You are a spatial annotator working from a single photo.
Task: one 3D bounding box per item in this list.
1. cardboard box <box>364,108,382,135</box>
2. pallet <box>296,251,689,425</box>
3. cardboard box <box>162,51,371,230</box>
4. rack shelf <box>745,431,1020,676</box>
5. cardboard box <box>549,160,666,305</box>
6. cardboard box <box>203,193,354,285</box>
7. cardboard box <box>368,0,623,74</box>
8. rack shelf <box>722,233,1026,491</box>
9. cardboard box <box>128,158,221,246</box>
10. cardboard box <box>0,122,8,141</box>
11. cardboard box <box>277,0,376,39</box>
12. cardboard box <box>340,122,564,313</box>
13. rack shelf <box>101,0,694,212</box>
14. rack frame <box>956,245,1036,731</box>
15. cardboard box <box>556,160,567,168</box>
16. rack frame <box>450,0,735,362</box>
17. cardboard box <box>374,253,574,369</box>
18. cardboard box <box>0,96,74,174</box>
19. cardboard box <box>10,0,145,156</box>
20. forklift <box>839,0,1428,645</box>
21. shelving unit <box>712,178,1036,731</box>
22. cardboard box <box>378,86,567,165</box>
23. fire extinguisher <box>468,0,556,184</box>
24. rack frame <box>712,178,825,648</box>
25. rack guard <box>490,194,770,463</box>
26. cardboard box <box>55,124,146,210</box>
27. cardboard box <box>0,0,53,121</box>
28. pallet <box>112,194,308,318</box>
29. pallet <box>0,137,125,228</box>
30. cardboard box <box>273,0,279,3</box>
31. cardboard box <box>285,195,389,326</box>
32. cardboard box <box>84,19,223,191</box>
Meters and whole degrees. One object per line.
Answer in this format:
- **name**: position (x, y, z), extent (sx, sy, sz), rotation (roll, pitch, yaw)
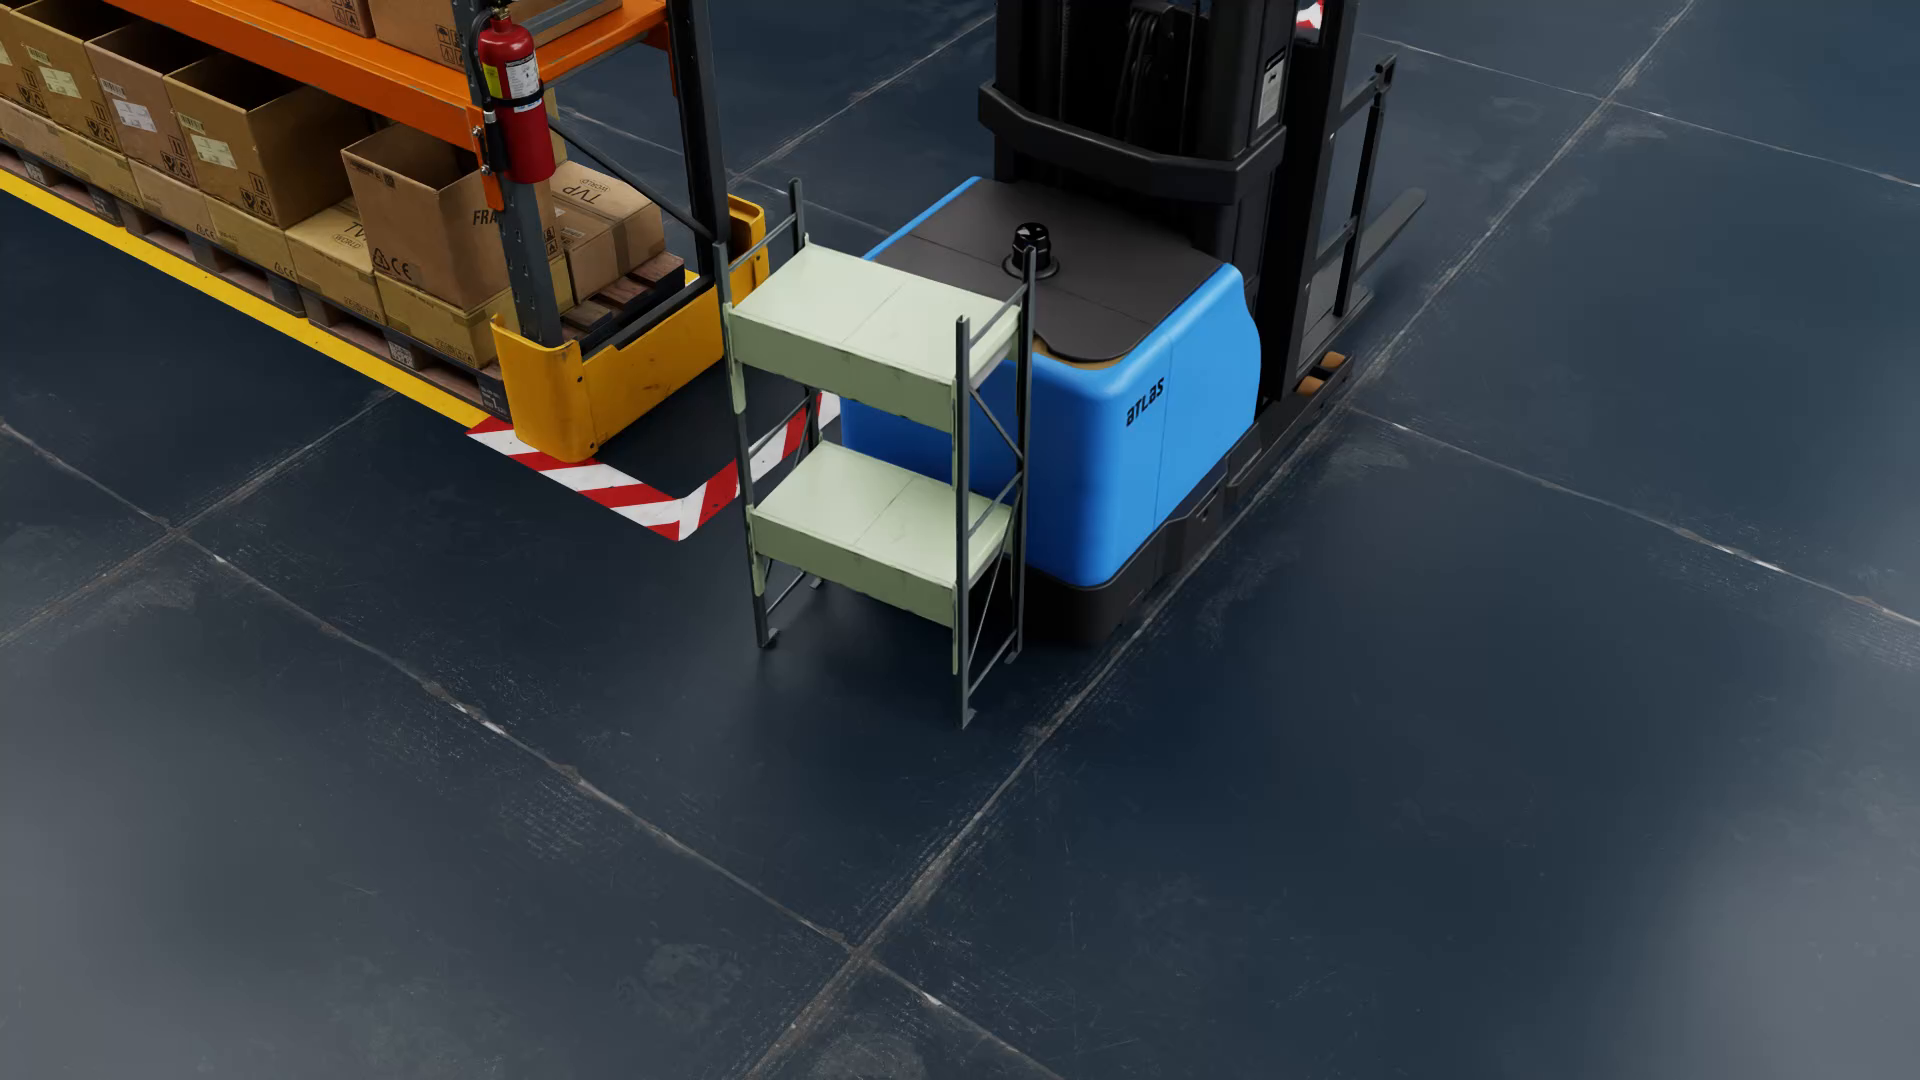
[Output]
- **cardboard box**: position (-2.365, -1.887, 6.794), extent (0.500, 0.500, 0.500), rotation (25, 48, 25)
- **pallet**: position (-1.876, -1.005, 6.714), extent (1.213, 0.211, 1.003), rotation (25, 48, 25)
- **cardboard box**: position (-2.663, -1.603, 6.476), extent (0.500, 0.500, 0.500), rotation (25, 48, 25)
- **rack shelf**: position (-0.226, 0.031, 5.080), extent (0.720, 0.370, 0.431), rotation (20, 46, 21)
- **cardboard box**: position (-1.537, -1.232, 6.625), extent (0.500, 0.250, 0.500), rotation (25, 48, 25)
- **cardboard box**: position (-2.661, -1.325, 6.728), extent (0.500, 0.250, 0.500), rotation (25, 48, 25)
- **cardboard box**: position (-1.601, -1.997, 5.657), extent (0.500, 0.500, 0.700), rotation (25, 48, 25)
- **rack shelf**: position (-0.226, -0.503, 4.602), extent (0.720, 0.370, 0.431), rotation (20, 46, 21)
- **cardboard box**: position (-3.070, -1.517, 6.943), extent (0.500, 0.250, 0.500), rotation (25, 48, 25)
- **cardboard box**: position (-4.295, -2.094, 7.588), extent (0.500, 0.250, 0.500), rotation (25, 48, 25)
- **cardboard box**: position (-2.034, -2.195, 5.879), extent (0.500, 0.500, 0.700), rotation (26, 48, 26)
- **cardboard box**: position (-1.836, -1.228, 6.057), extent (0.500, 0.500, 0.500), rotation (25, 48, 25)
- **rack shelf**: position (-2.863, -2.271, 6.578), extent (4.000, 0.370, 1.077), rotation (25, 48, 25)
- **rack frame**: position (0.094, -0.095, 4.731), extent (0.023, 1.500, 0.400), rotation (20, 46, 21)
- **cardboard box**: position (-1.949, -1.422, 6.836), extent (0.500, 0.250, 0.500), rotation (25, 48, 25)
- **rack frame**: position (-1.226, -1.774, 5.483), extent (0.127, 3.000, 1.000), rotation (25, 48, 25)
- **cardboard box**: position (-1.835, -0.950, 6.309), extent (0.500, 0.250, 0.500), rotation (25, 48, 25)
- **cardboard box**: position (-3.889, -1.900, 7.371), extent (0.500, 0.250, 0.500), rotation (25, 48, 25)
- **cardboard box**: position (-3.482, -1.985, 6.904), extent (0.500, 0.500, 0.500), rotation (25, 48, 25)
- **forklift**: position (0.851, -1.707, 5.459), extent (1.130, 2.935, 3.031), rotation (25, 47, 25)
- **shelving unit**: position (-0.226, -0.212, 4.863), extent (0.755, 1.500, 0.431), rotation (20, 46, 21)
- **cardboard box**: position (-1.948, -1.702, 6.588), extent (0.500, 0.500, 0.500), rotation (25, 48, 25)
- **fire extinguisher**: position (-1.396, -1.446, 5.175), extent (0.183, 0.674, 0.296), rotation (25, 48, 25)
- **rack frame**: position (-0.547, -0.330, 4.994), extent (0.023, 1.500, 0.400), rotation (20, 46, 21)
- **rack guard**: position (-1.206, -0.833, 6.306), extent (0.348, 0.500, 1.175), rotation (25, 48, 25)
- **cardboard box**: position (-3.483, -1.705, 7.154), extent (0.500, 0.250, 0.500), rotation (25, 48, 25)
- **cardboard box**: position (-3.887, -2.181, 7.123), extent (0.500, 0.500, 0.500), rotation (25, 48, 25)
- **pallet**: position (-2.871, -1.472, 7.237), extent (1.213, 0.211, 1.003), rotation (25, 48, 25)
- **pallet**: position (-3.874, -1.939, 7.758), extent (1.213, 0.211, 1.003), rotation (25, 48, 25)
- **cardboard box**: position (-2.437, -2.388, 6.095), extent (0.500, 0.500, 0.700), rotation (25, 48, 26)
- **cardboard box**: position (-2.251, -1.134, 6.515), extent (0.500, 0.250, 0.500), rotation (25, 48, 25)
- **cardboard box**: position (-3.072, -1.795, 6.691), extent (0.500, 0.500, 0.500), rotation (25, 48, 25)
